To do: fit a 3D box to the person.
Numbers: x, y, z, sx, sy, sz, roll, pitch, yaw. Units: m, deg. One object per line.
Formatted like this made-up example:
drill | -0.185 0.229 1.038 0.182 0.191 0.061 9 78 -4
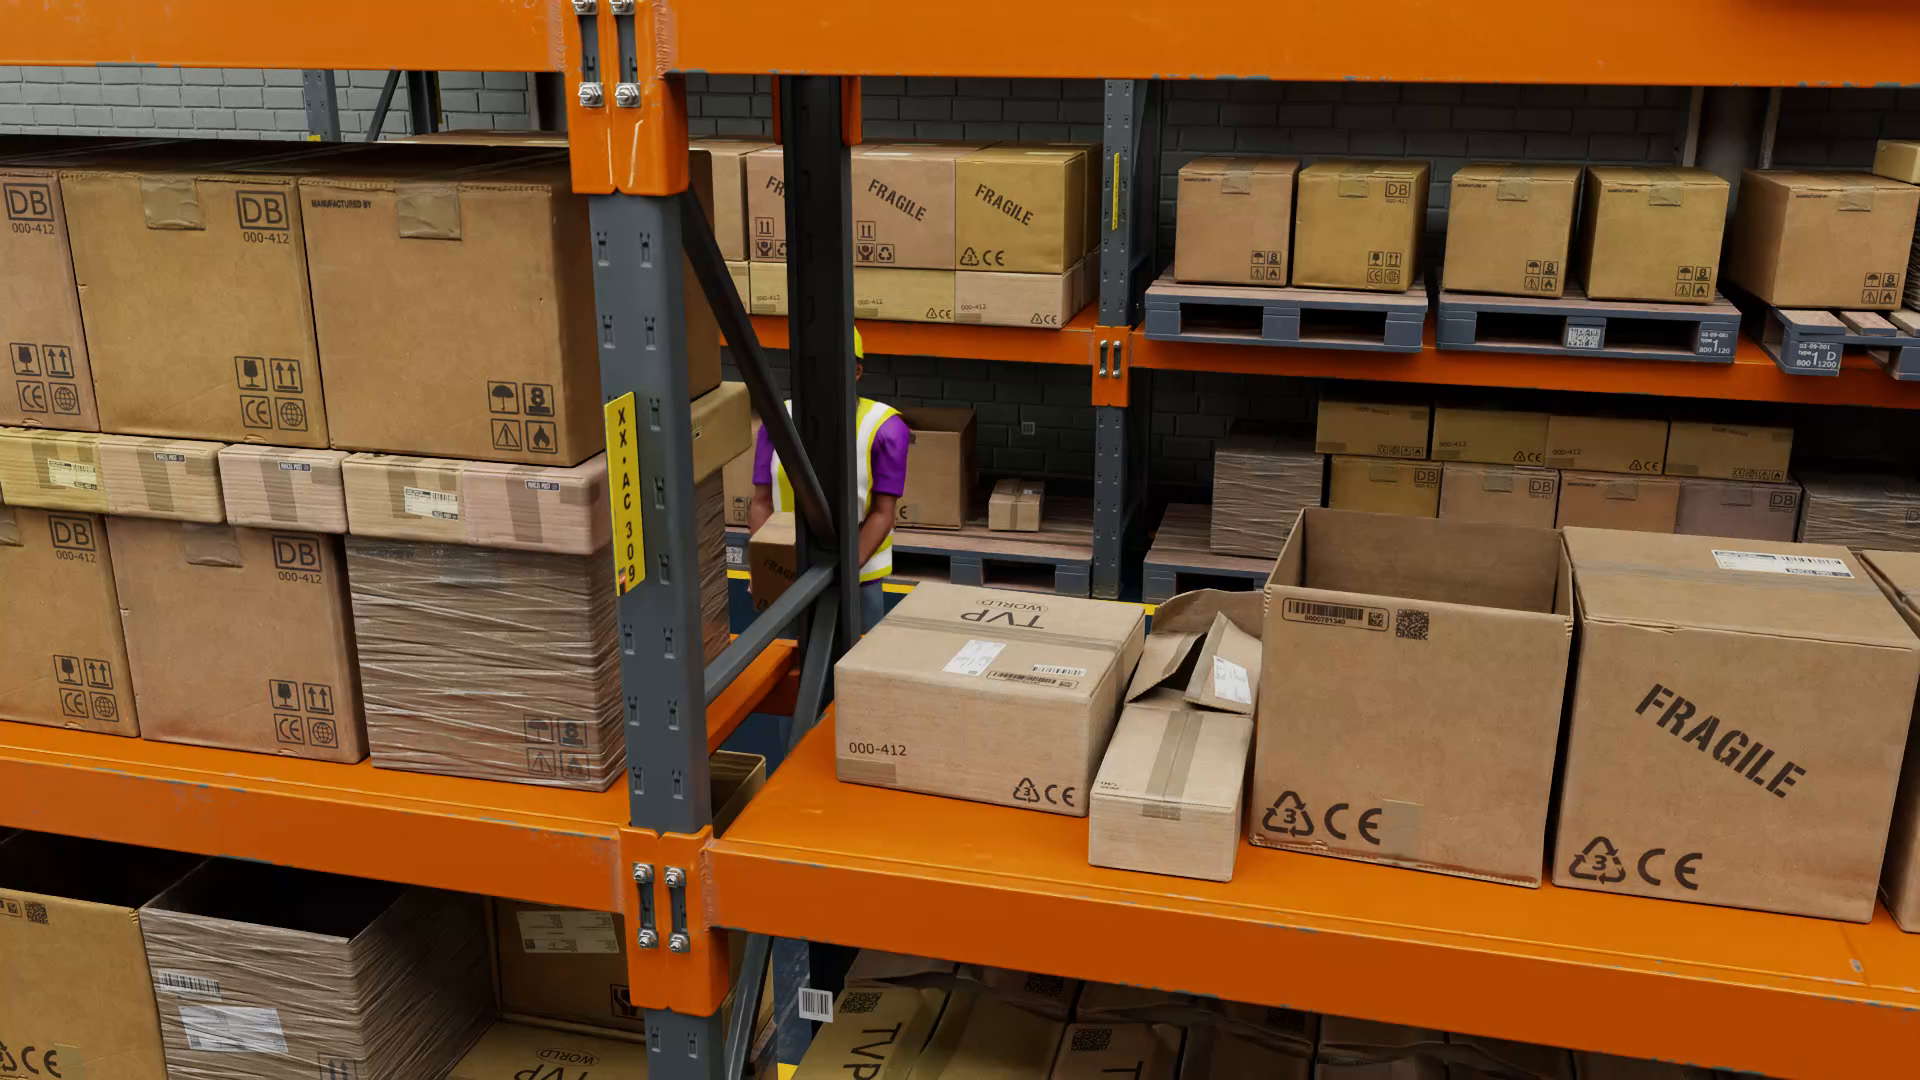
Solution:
person | -0.459 0.154 5.548 0.521 1.767 0.573 4 19 13
